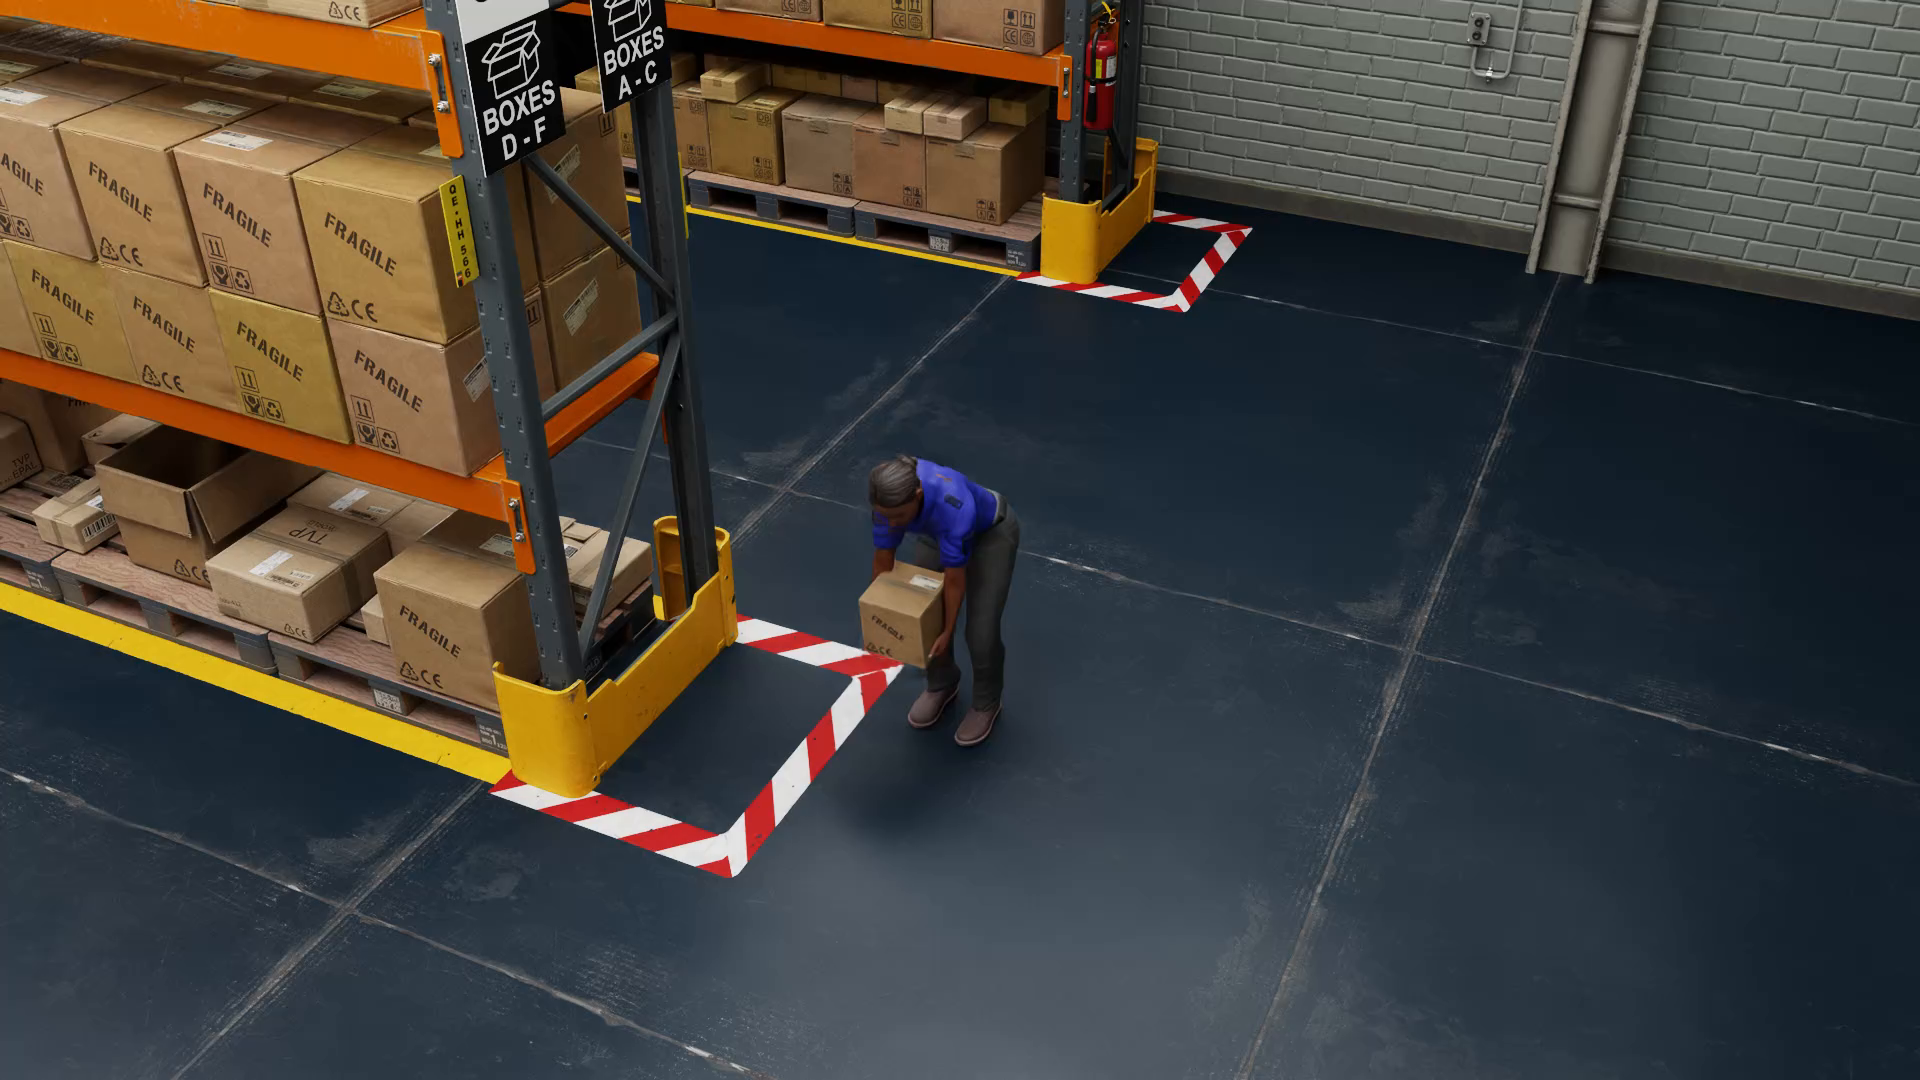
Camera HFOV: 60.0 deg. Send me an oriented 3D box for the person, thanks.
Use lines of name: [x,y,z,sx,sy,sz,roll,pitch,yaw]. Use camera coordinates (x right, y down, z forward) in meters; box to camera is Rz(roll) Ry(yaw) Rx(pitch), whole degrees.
person: [-0.070,0.151,6.122,0.410,1.443,0.711,17,38,24]
